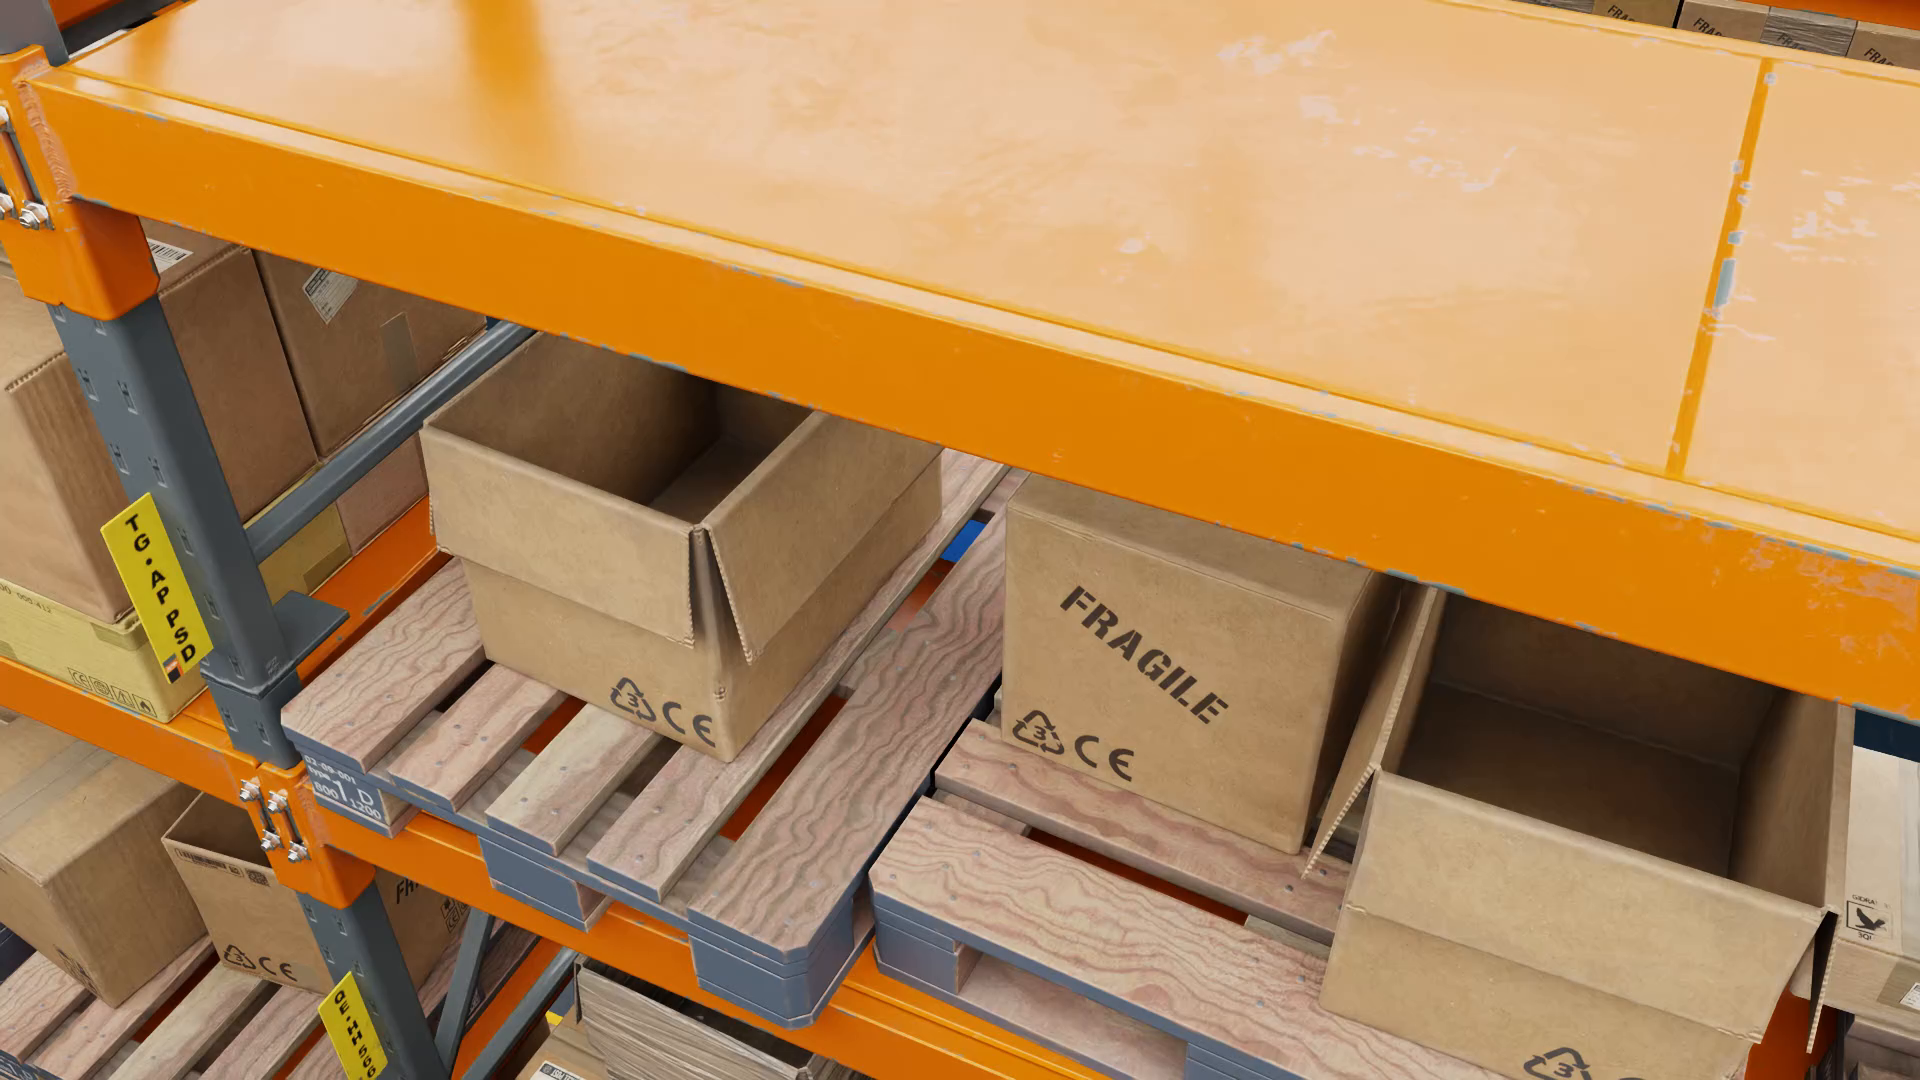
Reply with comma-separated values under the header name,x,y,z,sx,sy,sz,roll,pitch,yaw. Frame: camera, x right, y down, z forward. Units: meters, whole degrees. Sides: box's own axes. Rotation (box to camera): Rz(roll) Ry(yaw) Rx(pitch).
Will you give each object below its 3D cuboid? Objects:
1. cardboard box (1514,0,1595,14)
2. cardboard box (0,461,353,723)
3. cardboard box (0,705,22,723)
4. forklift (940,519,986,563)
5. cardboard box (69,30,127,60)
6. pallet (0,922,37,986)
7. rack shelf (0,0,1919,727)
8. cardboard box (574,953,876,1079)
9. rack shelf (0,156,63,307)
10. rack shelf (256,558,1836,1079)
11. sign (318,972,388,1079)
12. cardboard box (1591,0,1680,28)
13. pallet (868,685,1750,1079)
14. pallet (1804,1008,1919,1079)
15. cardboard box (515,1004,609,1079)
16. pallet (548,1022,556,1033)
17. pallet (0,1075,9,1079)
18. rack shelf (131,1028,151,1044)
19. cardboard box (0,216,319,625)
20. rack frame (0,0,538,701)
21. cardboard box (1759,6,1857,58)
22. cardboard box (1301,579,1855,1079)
name,x,y,z,sx,sy,sz,roll,pitch,yaw
cardboard box,3.958,-3.578,11.045,0.500,0.500,0.500,15,43,17
cardboard box,-1.537,0.022,3.143,0.500,0.250,0.500,17,44,19
cardboard box,-2.424,0.382,4.697,0.500,0.250,0.500,16,43,17
forklift,-16.418,-10.328,17.379,26.824,2.843,36.428,-9,42,-10
cardboard box,-1.778,-0.701,3.404,0.500,0.500,0.500,17,44,19
pallet,-2.814,0.633,4.759,1.213,0.211,1.003,17,44,19
rack shelf,0.810,-0.205,1.855,4.000,0.370,1.077,17,44,19
cardboard box,-0.347,0.880,3.486,0.637,0.503,0.797,18,44,20
rack shelf,-2.815,-1.313,3.133,4.000,0.370,1.077,17,44,19
rack shelf,0.810,0.777,2.706,4.000,0.370,1.077,17,44,19
sign,-1.223,1.002,3.364,0.005,0.325,0.100,17,44,19
cardboard box,4.410,-3.436,10.881,0.500,0.500,0.500,16,44,18
pallet,0.618,0.478,2.647,1.213,0.211,1.003,19,44,21
pallet,1.771,0.907,2.153,1.217,0.209,0.805,15,43,17
cardboard box,-0.677,1.343,3.718,0.500,0.500,0.500,18,44,20
pallet,-1.710,1.921,5.256,1.213,0.211,1.003,17,44,19
pallet,-2.812,1.583,5.647,1.213,0.211,1.003,17,44,19
rack shelf,-2.815,0.803,4.967,4.000,0.370,1.077,17,44,19
cardboard box,-1.541,-0.259,2.894,0.500,0.500,0.500,18,44,20
rack frame,-1.002,-1.182,2.127,0.127,3.000,1.000,17,44,19
cardboard box,5.347,-3.155,10.557,0.500,0.500,0.500,18,44,19
cardboard box,0.858,0.307,2.300,0.637,0.503,0.797,16,44,18
